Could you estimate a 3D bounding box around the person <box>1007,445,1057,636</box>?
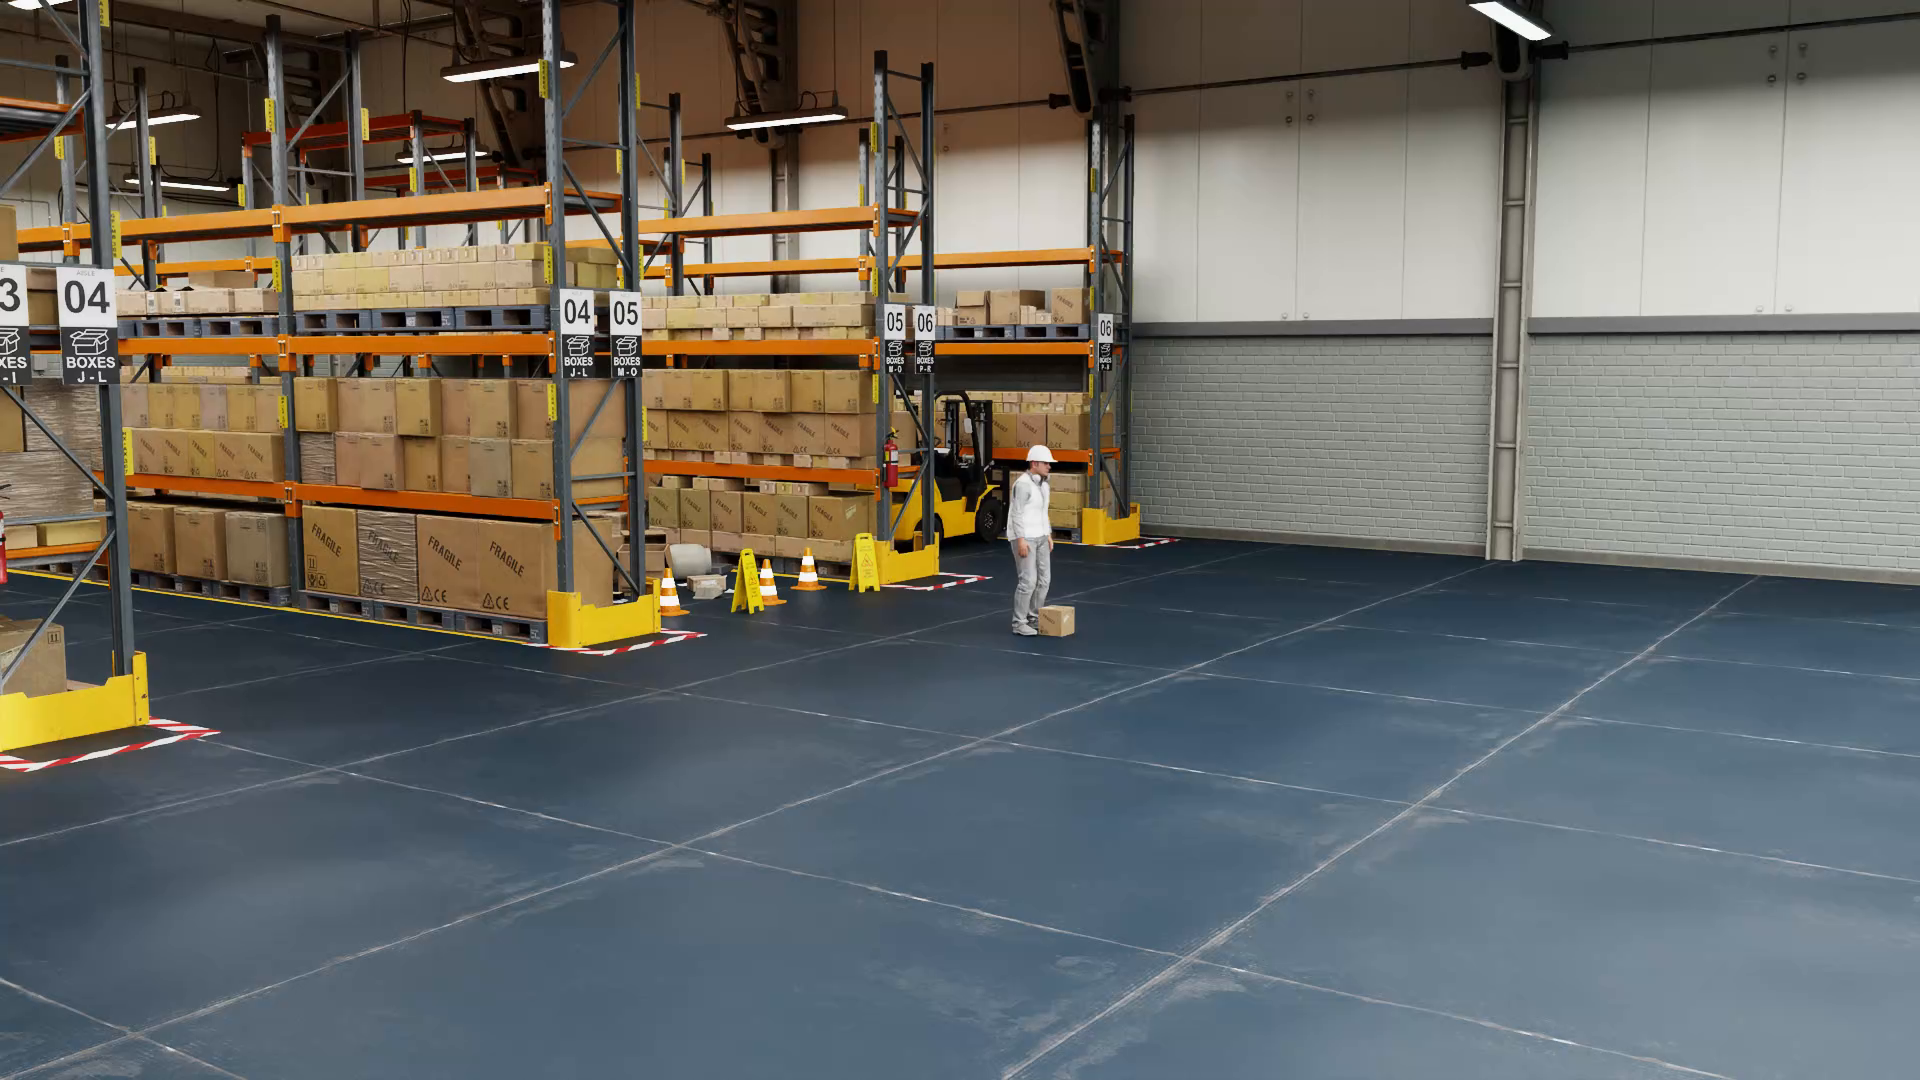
[{"bbox_3d":[0.690,-0.009,15.729,0.461,1.772,0.580,4,8,34],"label":"person"}]
